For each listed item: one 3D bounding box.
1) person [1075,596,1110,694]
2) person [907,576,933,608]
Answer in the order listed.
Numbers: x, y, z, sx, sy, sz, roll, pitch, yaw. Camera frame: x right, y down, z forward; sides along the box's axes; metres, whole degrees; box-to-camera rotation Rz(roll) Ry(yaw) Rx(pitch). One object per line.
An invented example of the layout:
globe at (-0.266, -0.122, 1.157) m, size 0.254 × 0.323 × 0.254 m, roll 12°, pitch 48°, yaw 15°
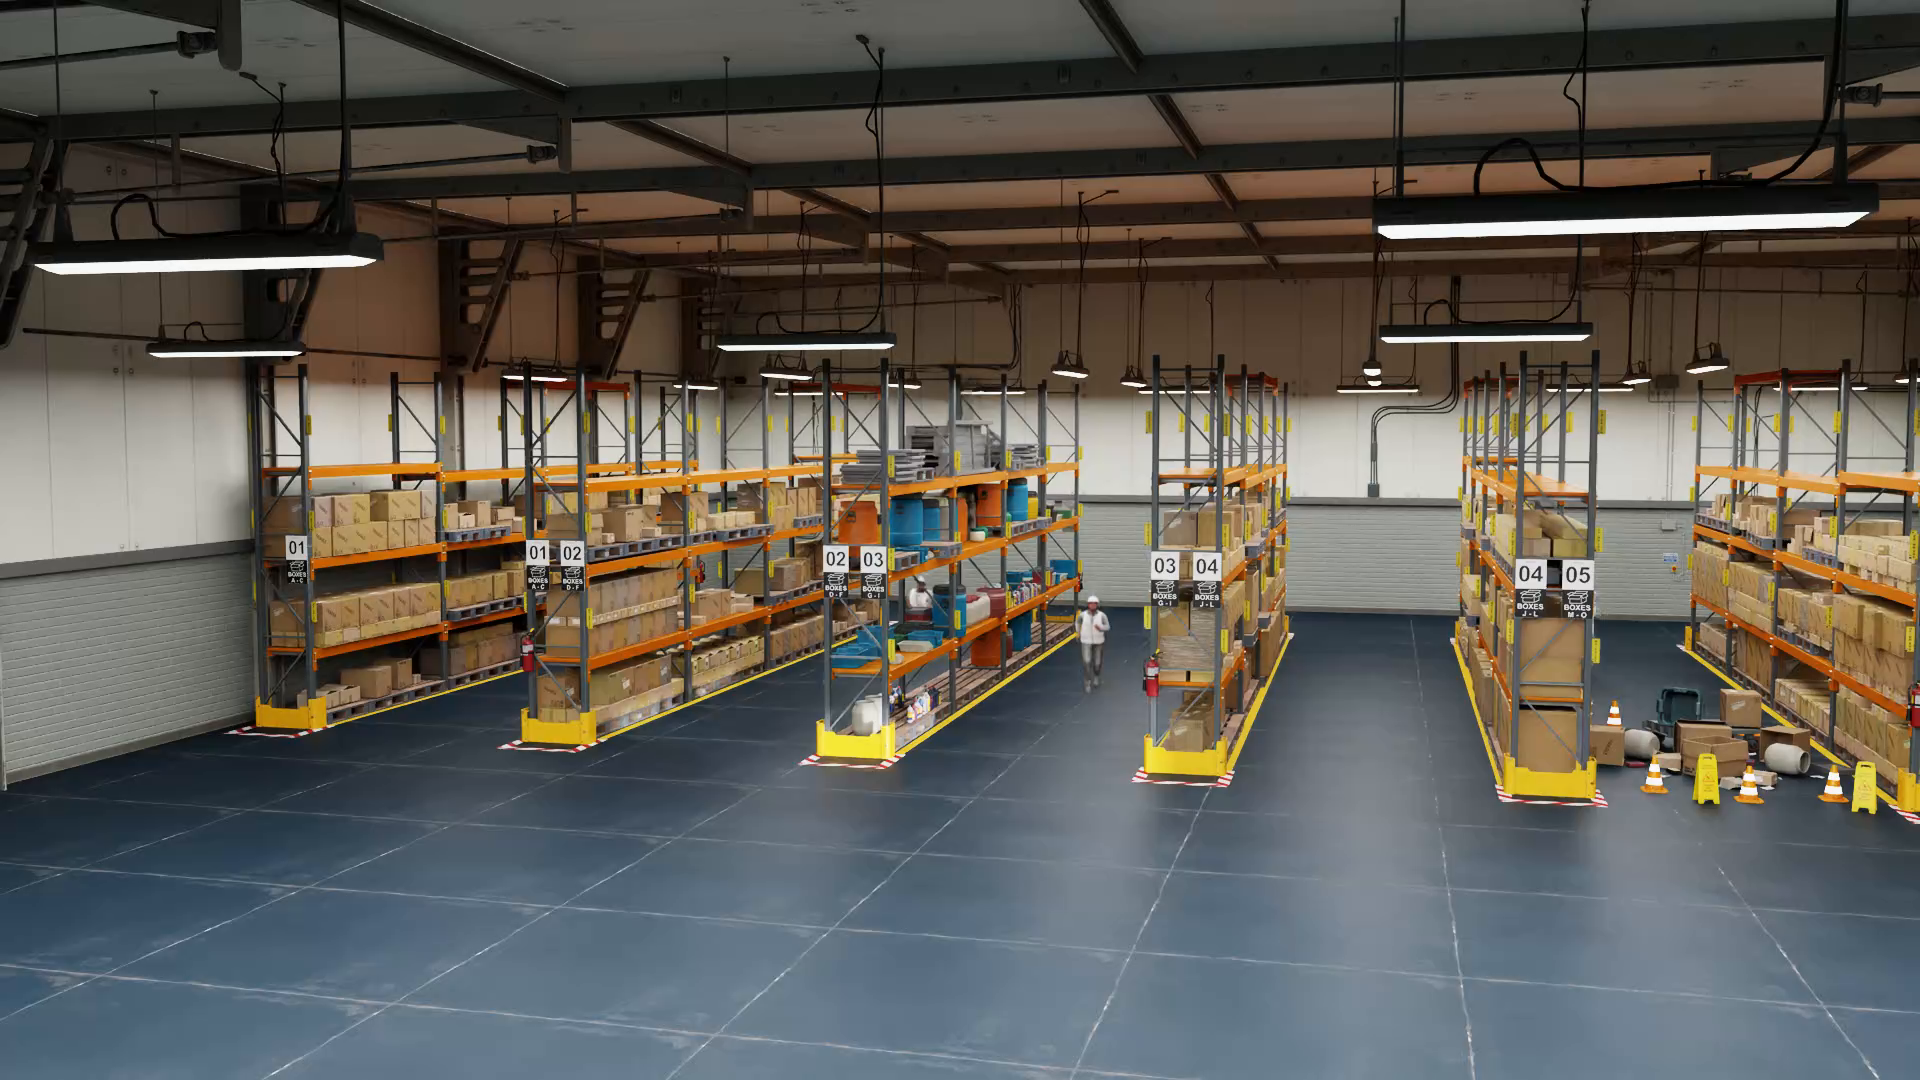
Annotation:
person at (2.491, 1.935, 31.258) m, size 0.649 × 1.780 × 0.938 m, roll 0°, pitch 4°, yaw 3°
person at (-0.854, 1.681, 35.181) m, size 0.670 × 1.846 × 0.804 m, roll 1°, pitch 4°, yaw 11°
